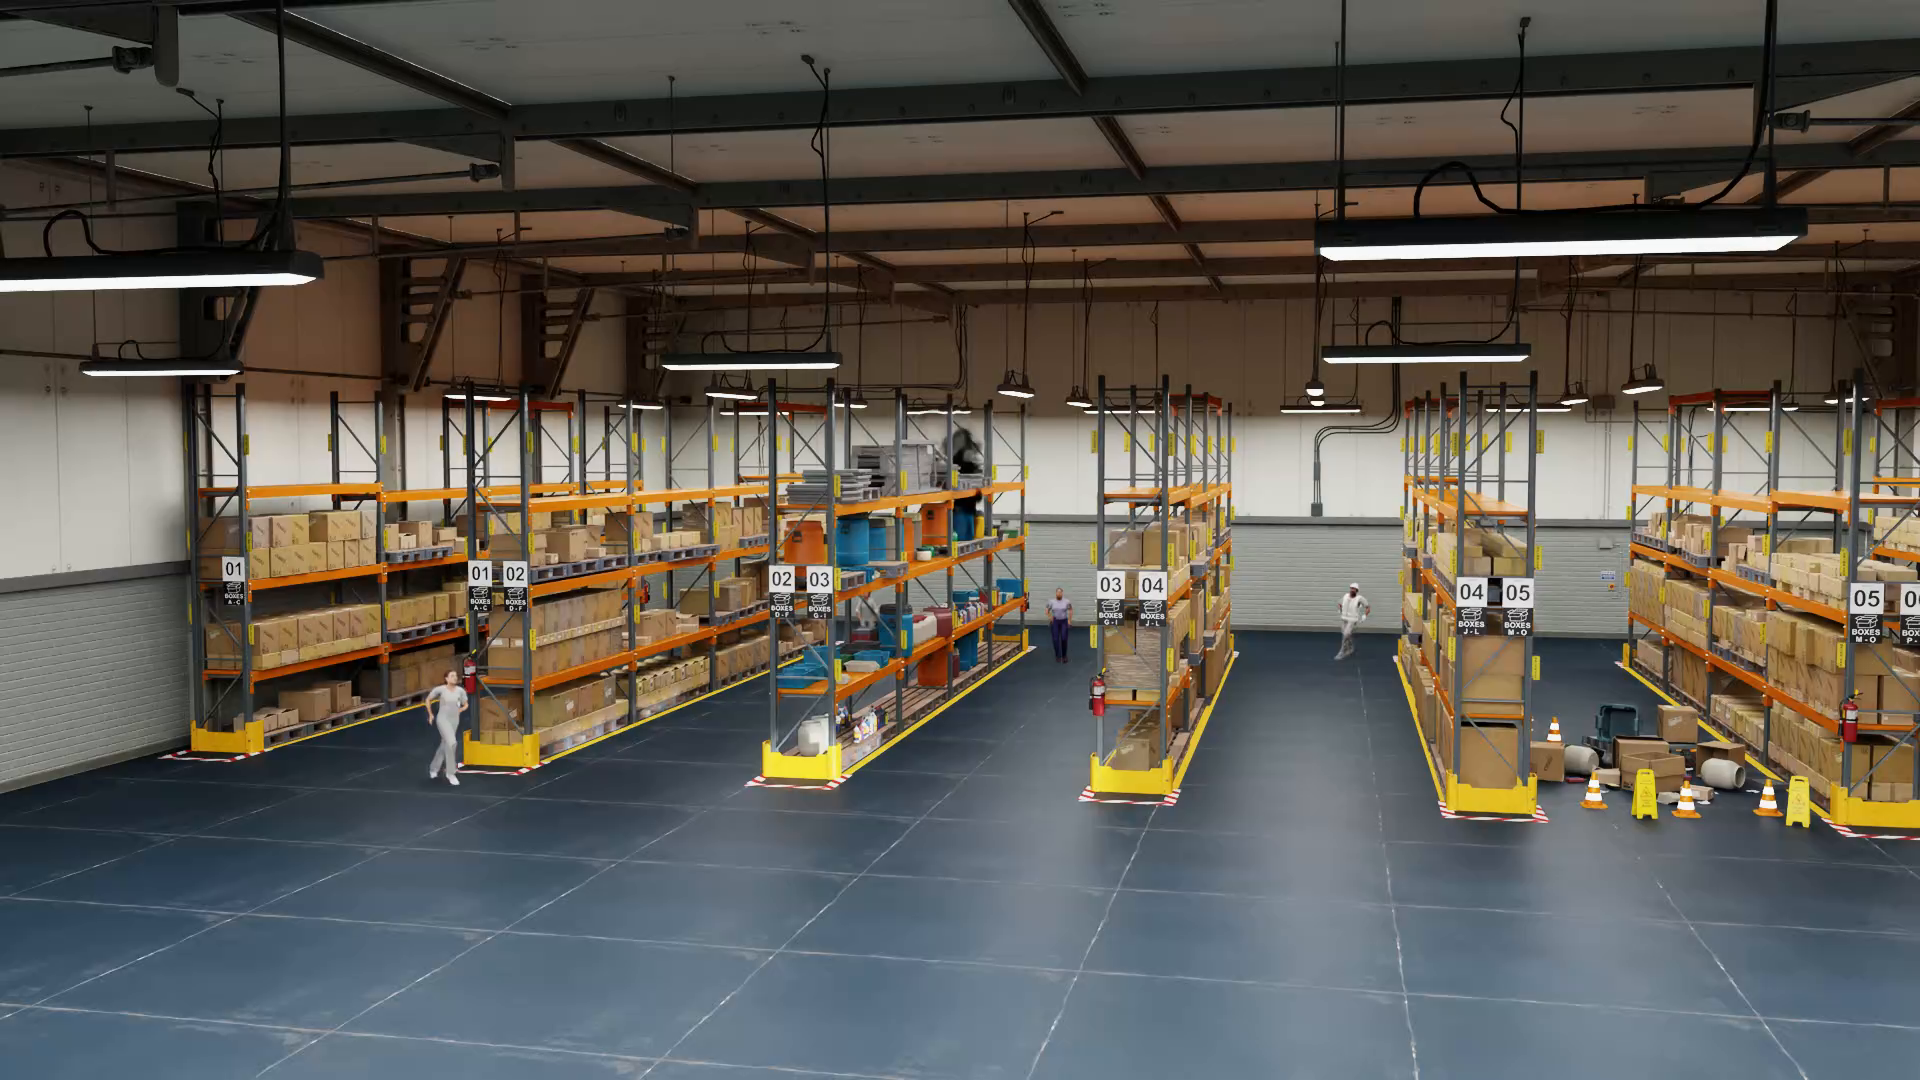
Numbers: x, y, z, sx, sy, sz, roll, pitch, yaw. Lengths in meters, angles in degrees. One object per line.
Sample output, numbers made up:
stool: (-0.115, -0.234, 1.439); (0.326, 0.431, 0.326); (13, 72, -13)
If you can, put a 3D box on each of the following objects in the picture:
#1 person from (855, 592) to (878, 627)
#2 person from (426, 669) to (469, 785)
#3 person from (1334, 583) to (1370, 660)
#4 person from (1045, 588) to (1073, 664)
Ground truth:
person: (-2.245, 1.948, 39.882); (0.548, 1.565, 0.548); (0, 3, 5)
person: (-7.550, 2.734, 24.661); (0.866, 1.658, 0.550); (3, 4, 43)
person: (9.105, 1.888, 38.773); (0.896, 1.777, 0.748); (-3, 5, -45)
person: (2.146, 1.864, 36.047); (0.612, 1.663, 0.538); (0, 3, 4)
